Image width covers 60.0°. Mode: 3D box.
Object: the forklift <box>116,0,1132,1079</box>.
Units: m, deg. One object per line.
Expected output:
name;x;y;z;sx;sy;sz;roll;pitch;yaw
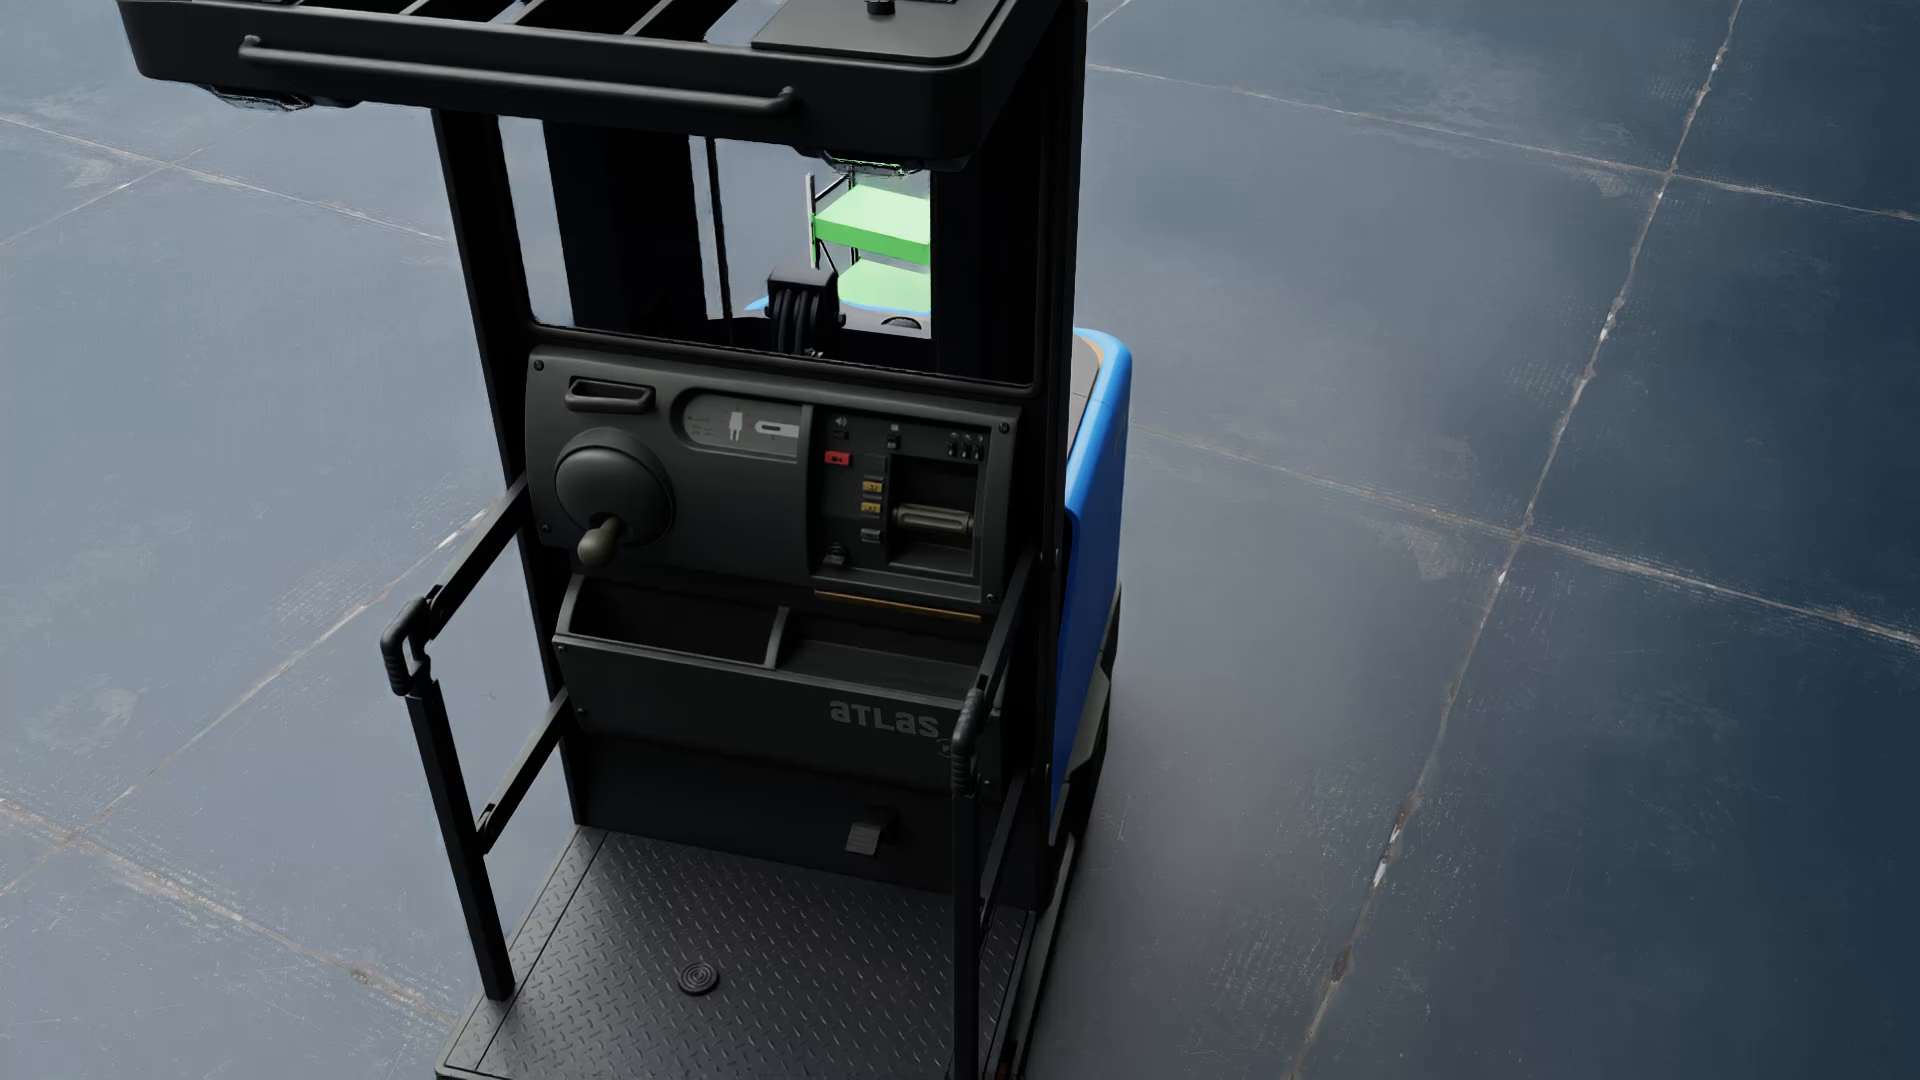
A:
forklift;-0.405;-0.036;2.874;1.130;2.935;3.031;8;38;11

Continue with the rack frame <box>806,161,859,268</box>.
rack frame;-0.364;-0.592;5.037;0.015;1.200;0.240;17;41;21

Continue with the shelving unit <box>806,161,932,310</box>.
shelving unit;-0.147;-0.524;4.948;0.503;1.200;0.258;17;41;21

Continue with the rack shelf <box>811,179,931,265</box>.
rack shelf;-0.147;-0.855;4.696;0.480;0.148;0.258;17;41;21

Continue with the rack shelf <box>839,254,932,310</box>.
rack shelf;-0.147;-0.664;4.841;0.480;0.148;0.258;17;41;21
